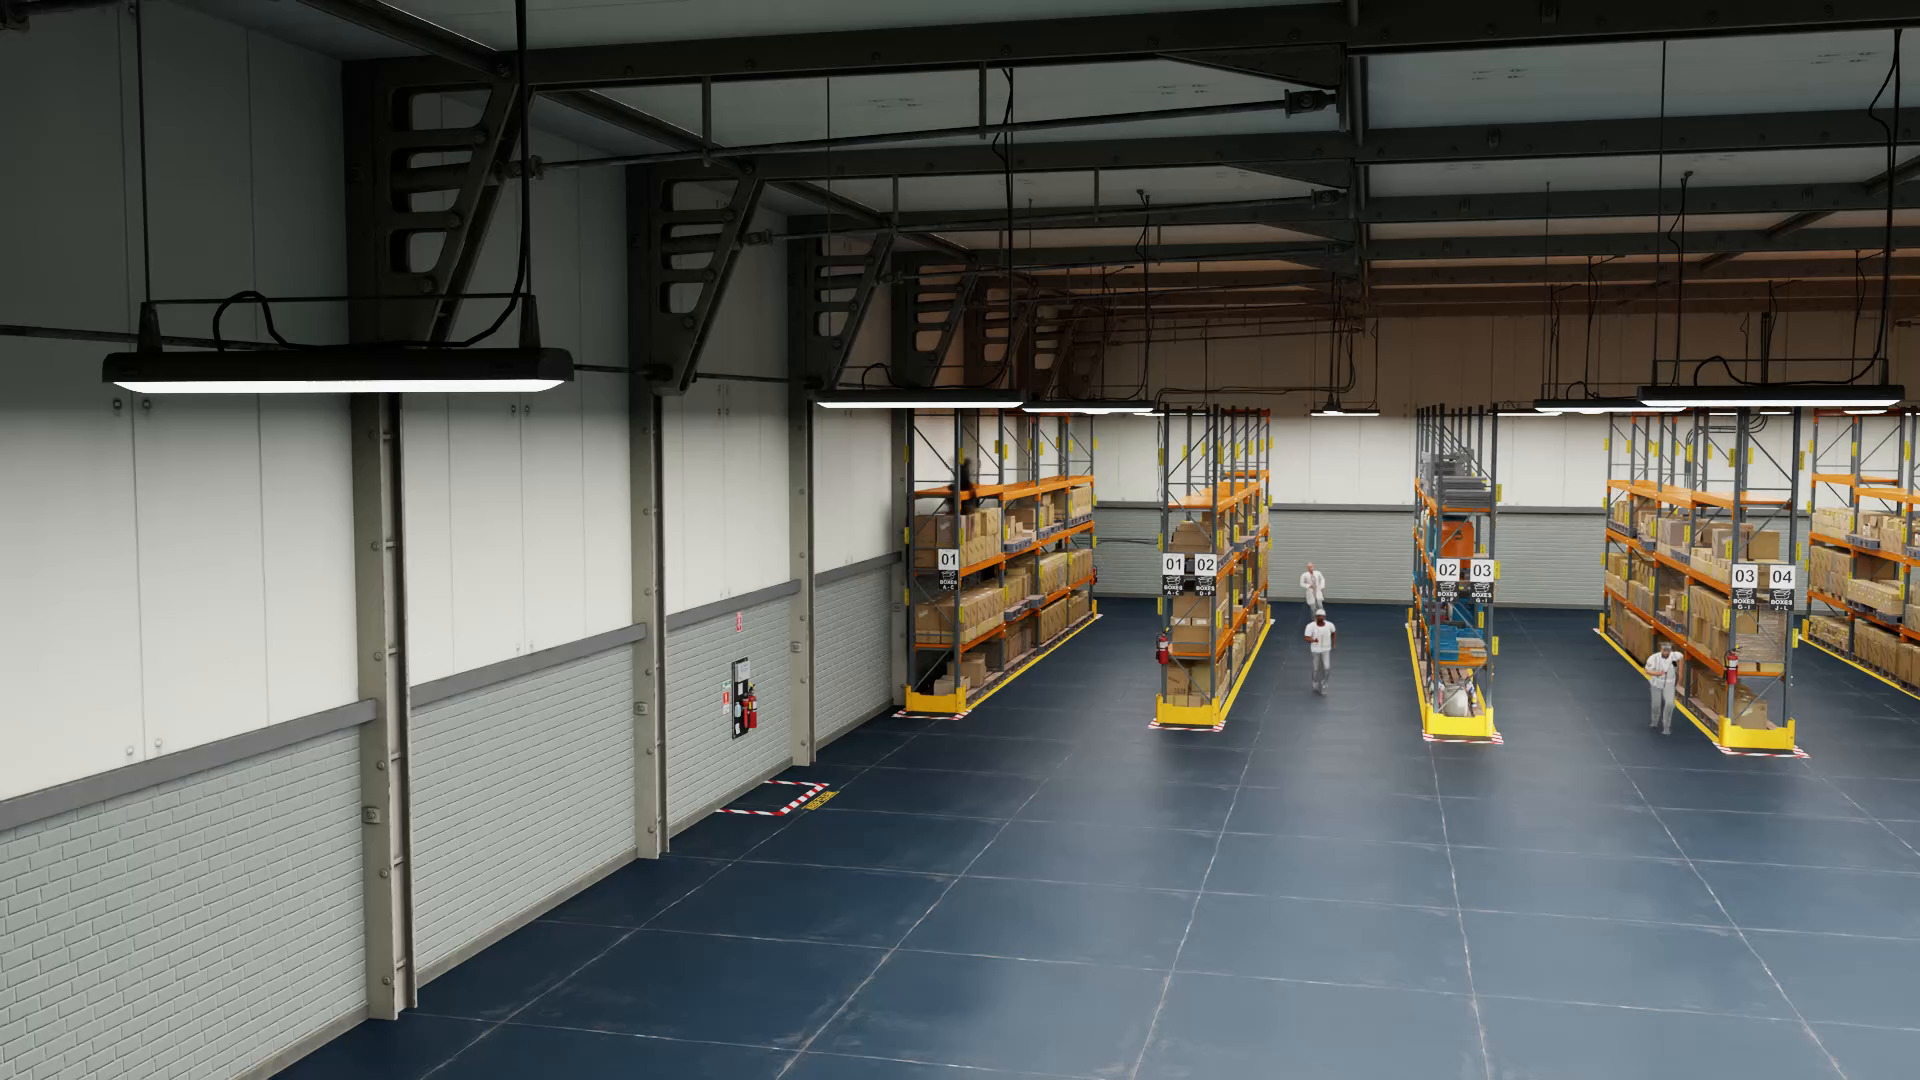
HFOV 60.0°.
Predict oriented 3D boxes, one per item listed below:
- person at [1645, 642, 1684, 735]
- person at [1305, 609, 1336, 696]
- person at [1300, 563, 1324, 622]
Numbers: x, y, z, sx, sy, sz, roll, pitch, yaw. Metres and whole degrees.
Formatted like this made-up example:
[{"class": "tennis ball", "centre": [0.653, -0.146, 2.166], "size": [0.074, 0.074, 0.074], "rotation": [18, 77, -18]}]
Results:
[{"class": "person", "centre": [12.840, 2.702, 30.352], "size": [0.705, 1.780, 0.982], "rotation": [1, 4, 11]}, {"class": "person", "centre": [7.493, 2.332, 34.543], "size": [0.684, 1.812, 0.823], "rotation": [0, 4, 4]}, {"class": "person", "centre": [9.717, 1.522, 45.843], "size": [0.705, 1.781, 0.714], "rotation": [0, 4, 2]}]
